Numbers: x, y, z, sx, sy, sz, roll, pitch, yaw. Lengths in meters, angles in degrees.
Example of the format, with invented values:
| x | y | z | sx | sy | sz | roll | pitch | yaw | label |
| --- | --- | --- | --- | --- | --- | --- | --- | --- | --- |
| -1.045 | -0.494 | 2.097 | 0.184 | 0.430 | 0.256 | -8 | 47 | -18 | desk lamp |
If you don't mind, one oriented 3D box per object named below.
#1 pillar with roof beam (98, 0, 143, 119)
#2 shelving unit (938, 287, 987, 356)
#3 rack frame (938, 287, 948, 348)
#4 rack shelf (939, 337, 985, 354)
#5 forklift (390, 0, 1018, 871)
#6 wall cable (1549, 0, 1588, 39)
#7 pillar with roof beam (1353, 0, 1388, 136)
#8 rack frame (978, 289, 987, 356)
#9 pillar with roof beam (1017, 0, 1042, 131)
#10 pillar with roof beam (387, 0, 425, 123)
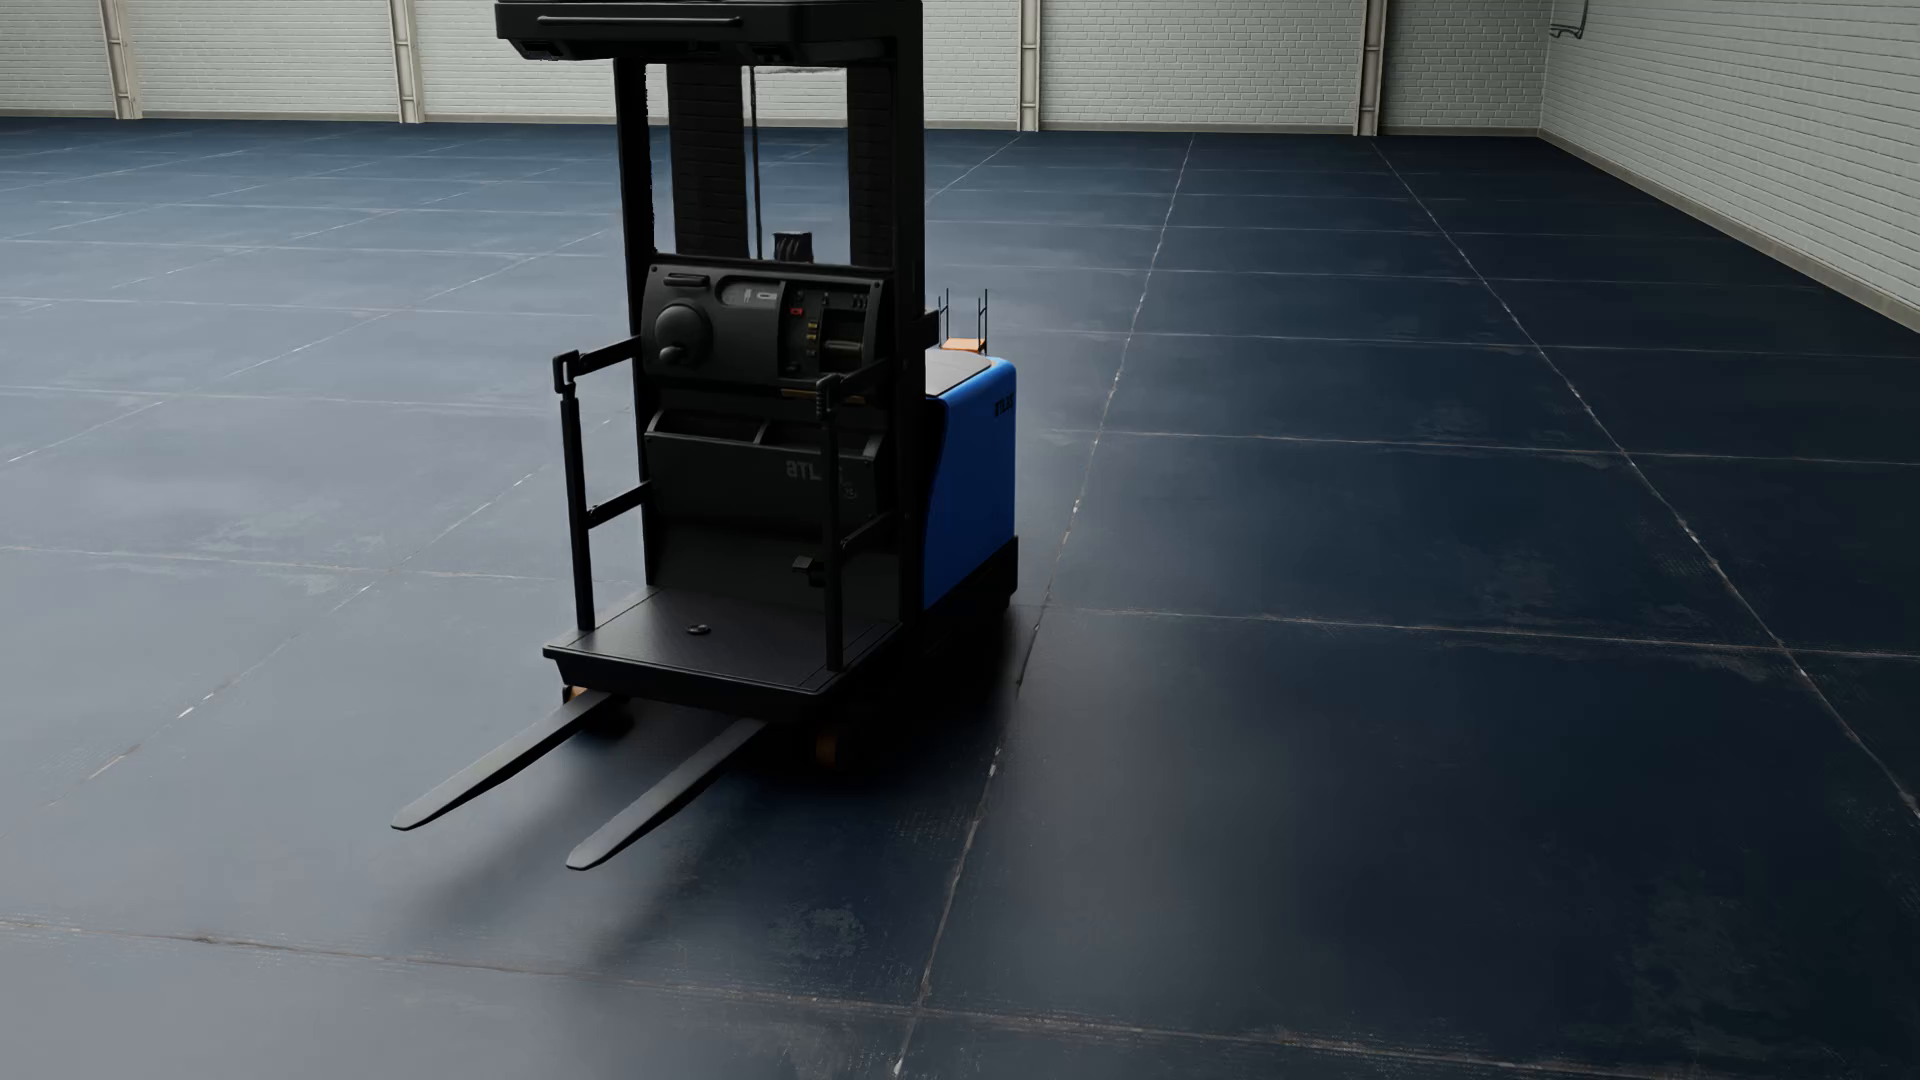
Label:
| x | y | z | sx | sy | sz | roll | pitch | yaw | label |
| --- | --- | --- | --- | --- | --- | --- | --- | --- | --- |
| -17.200 | -11.306 | 27.630 | 0.400 | 9.000 | 9.100 | 3 | 19 | 9 | pillar with roof beam |
| 0.014 | -0.568 | 7.830 | 0.189 | 1.200 | 0.258 | 3 | 19 | 9 | shelving unit |
| -0.076 | -0.573 | 7.844 | 0.006 | 1.200 | 0.240 | 3 | 19 | 9 | rack frame |
| 0.014 | -0.868 | 7.730 | 0.180 | 0.103 | 0.258 | 3 | 19 | 9 | rack shelf |
| -0.779 | -0.752 | 5.652 | 1.130 | 2.935 | 3.031 | 7 | 20 | 21 | forklift |
| 9.878 | -9.411 | 26.863 | 0.112 | 2.526 | 3.097 | 3 | 19 | 9 | wall cable |
| 6.497 | -10.098 | 24.020 | 0.400 | 9.000 | 9.100 | 3 | 19 | 9 | pillar with roof beam |
| 0.105 | -0.564 | 7.816 | 0.006 | 1.200 | 0.240 | 3 | 19 | 9 | rack frame |
| 0.573 | -10.400 | 24.923 | 0.400 | 9.000 | 9.100 | 3 | 19 | 9 | pillar with roof beam |
| -11.276 | -11.004 | 26.728 | 0.400 | 9.000 | 9.100 | 3 | 19 | 9 | pillar with roof beam |
